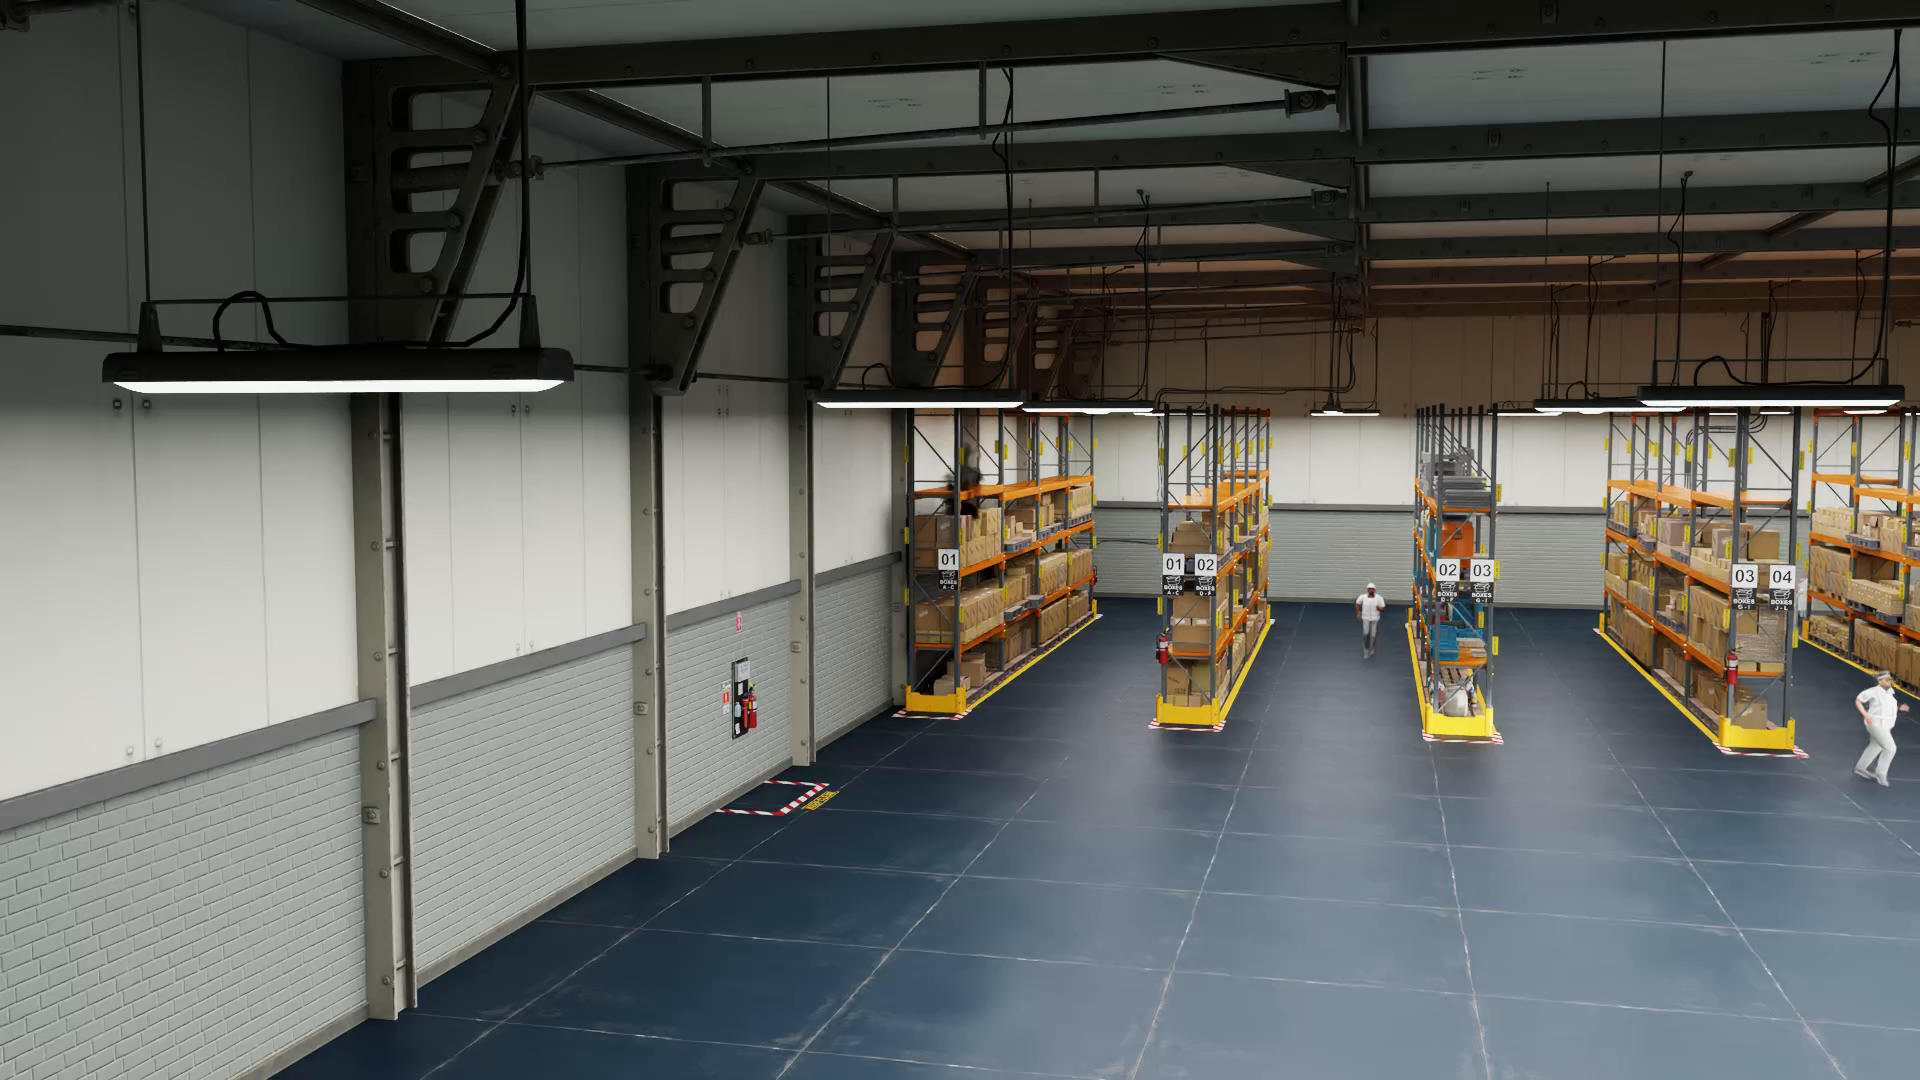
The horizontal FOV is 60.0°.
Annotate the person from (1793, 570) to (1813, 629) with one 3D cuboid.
[{"bbox_3d":[22.380,1.758,44.179,0.953,1.507,0.752,0,4,5],"label":"person"}]

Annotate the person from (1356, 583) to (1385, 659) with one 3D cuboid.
[{"bbox_3d":[9.842,1.945,39.871,0.675,1.830,0.722,1,4,11],"label":"person"}]

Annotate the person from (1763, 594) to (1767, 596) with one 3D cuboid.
[{"bbox_3d":[20.999,1.692,43.963,0.856,1.662,0.708,-3,5,-39],"label":"person"}]

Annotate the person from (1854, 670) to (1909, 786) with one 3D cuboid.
[{"bbox_3d":[14.497,2.959,26.159,0.624,1.855,0.764,-3,5,-36],"label":"person"}]
